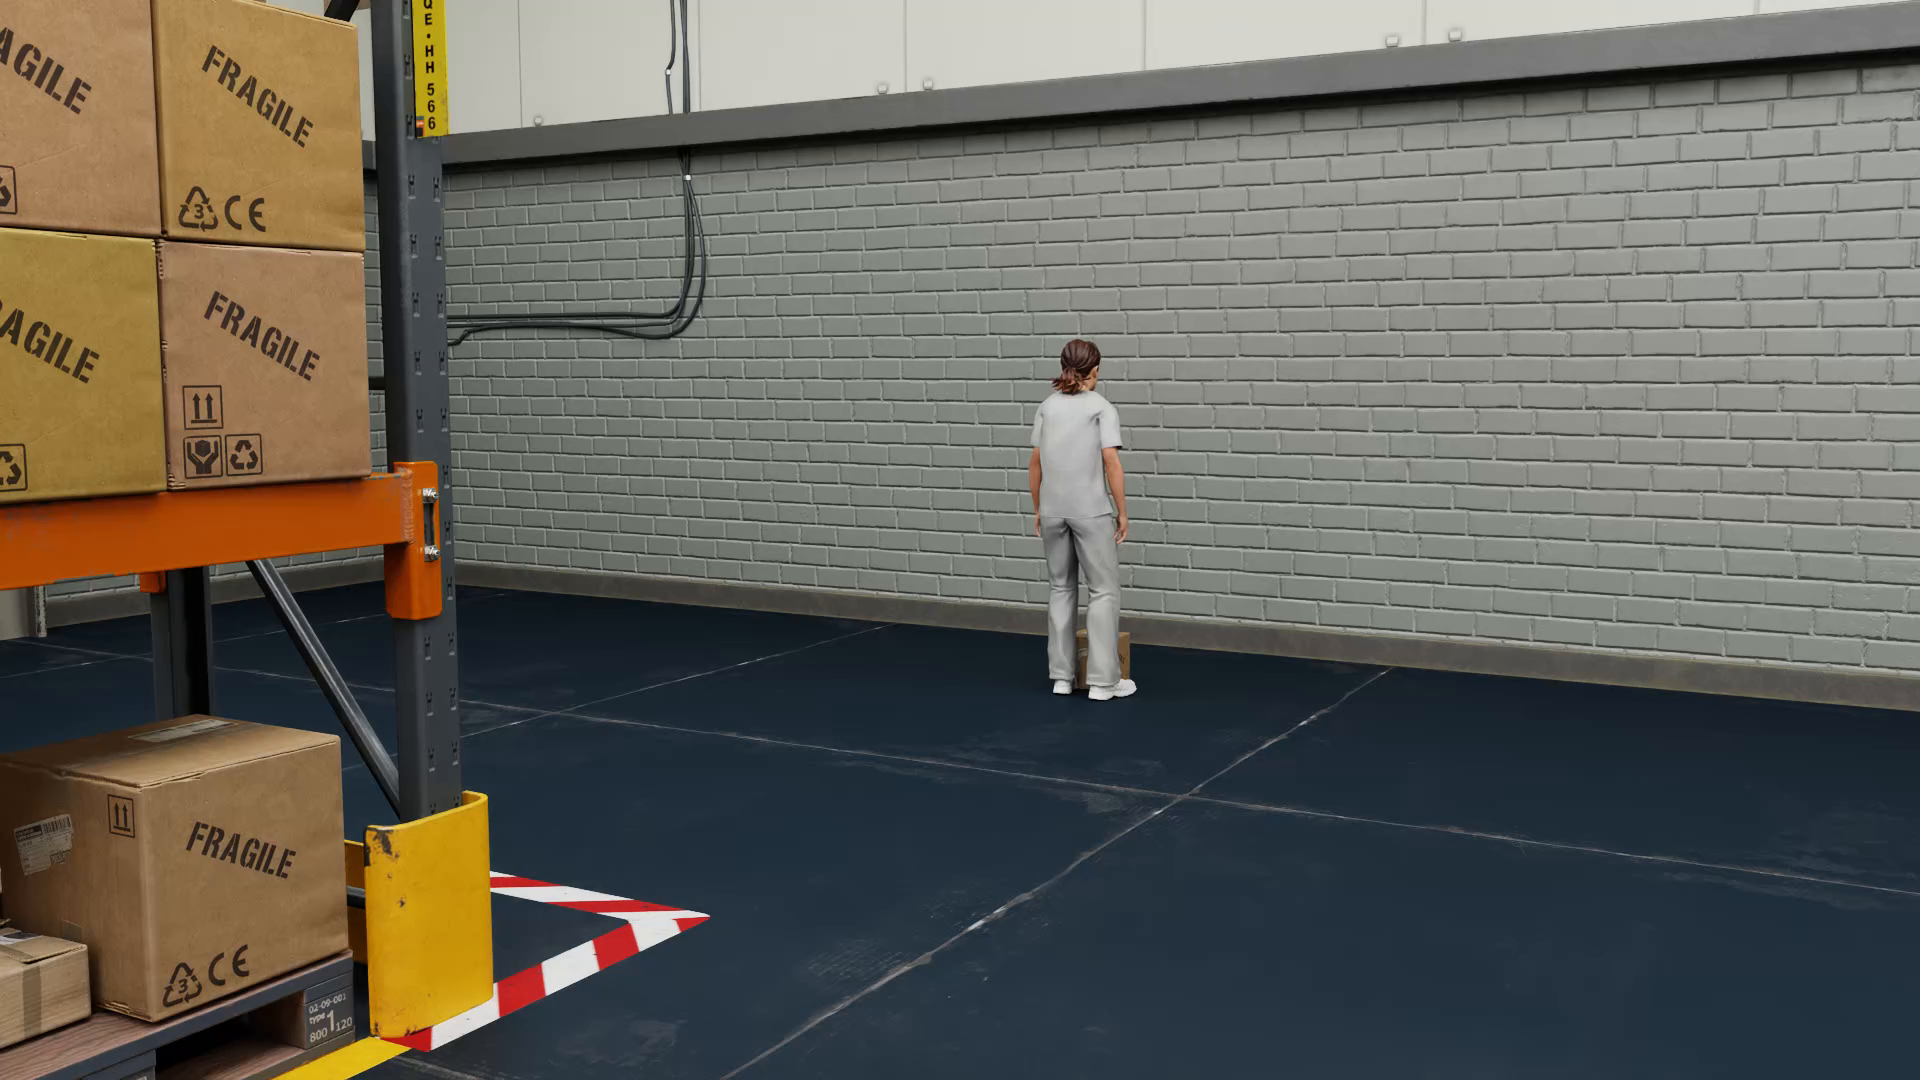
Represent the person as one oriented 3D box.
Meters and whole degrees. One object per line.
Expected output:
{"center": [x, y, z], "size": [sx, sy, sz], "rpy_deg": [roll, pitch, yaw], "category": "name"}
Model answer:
{"center": [0.567, -0.103, 7.813], "size": [0.485, 1.673, 0.407], "rpy_deg": [3, 7, 29], "category": "person"}
